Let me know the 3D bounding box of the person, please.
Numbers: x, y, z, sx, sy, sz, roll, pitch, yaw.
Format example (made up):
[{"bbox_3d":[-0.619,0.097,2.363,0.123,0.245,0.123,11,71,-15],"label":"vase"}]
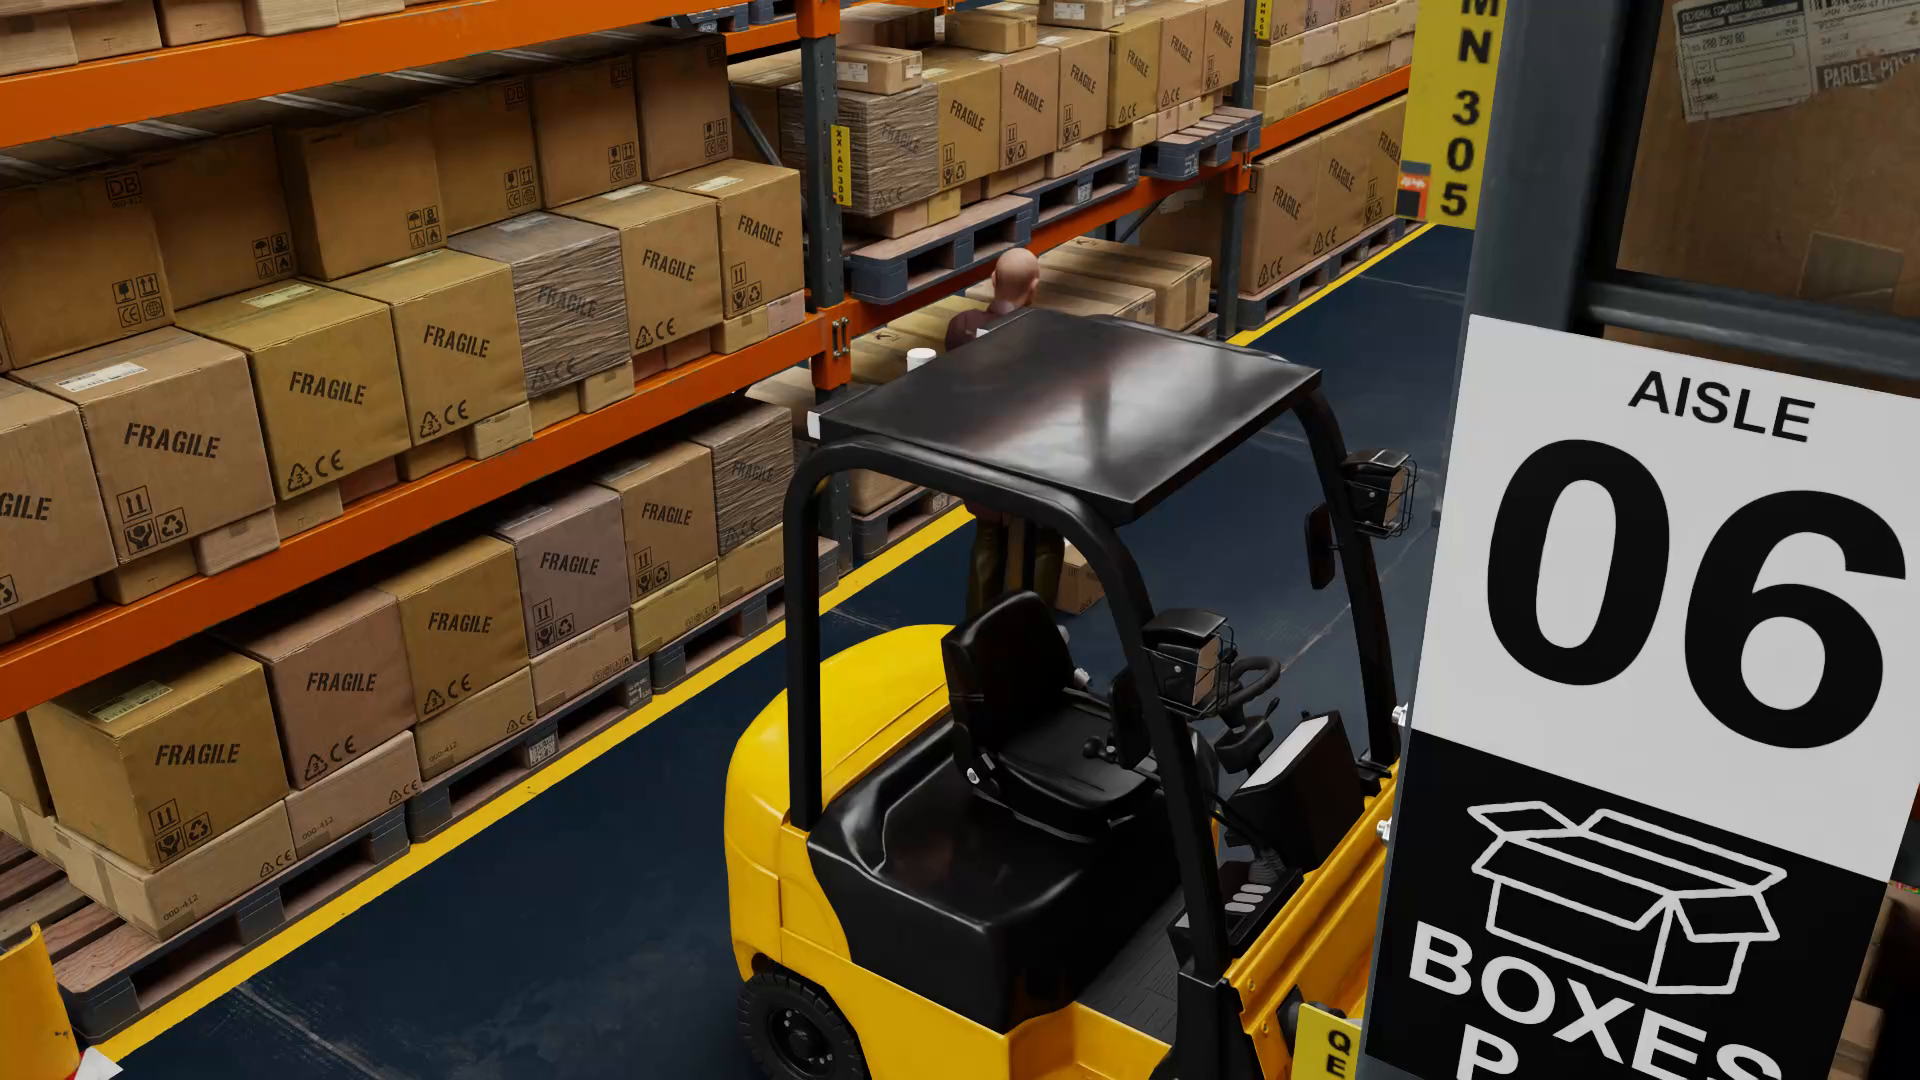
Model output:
[{"bbox_3d":[0.216,-0.330,6.820,0.569,1.761,0.381,16,31,29],"label":"person"}]
